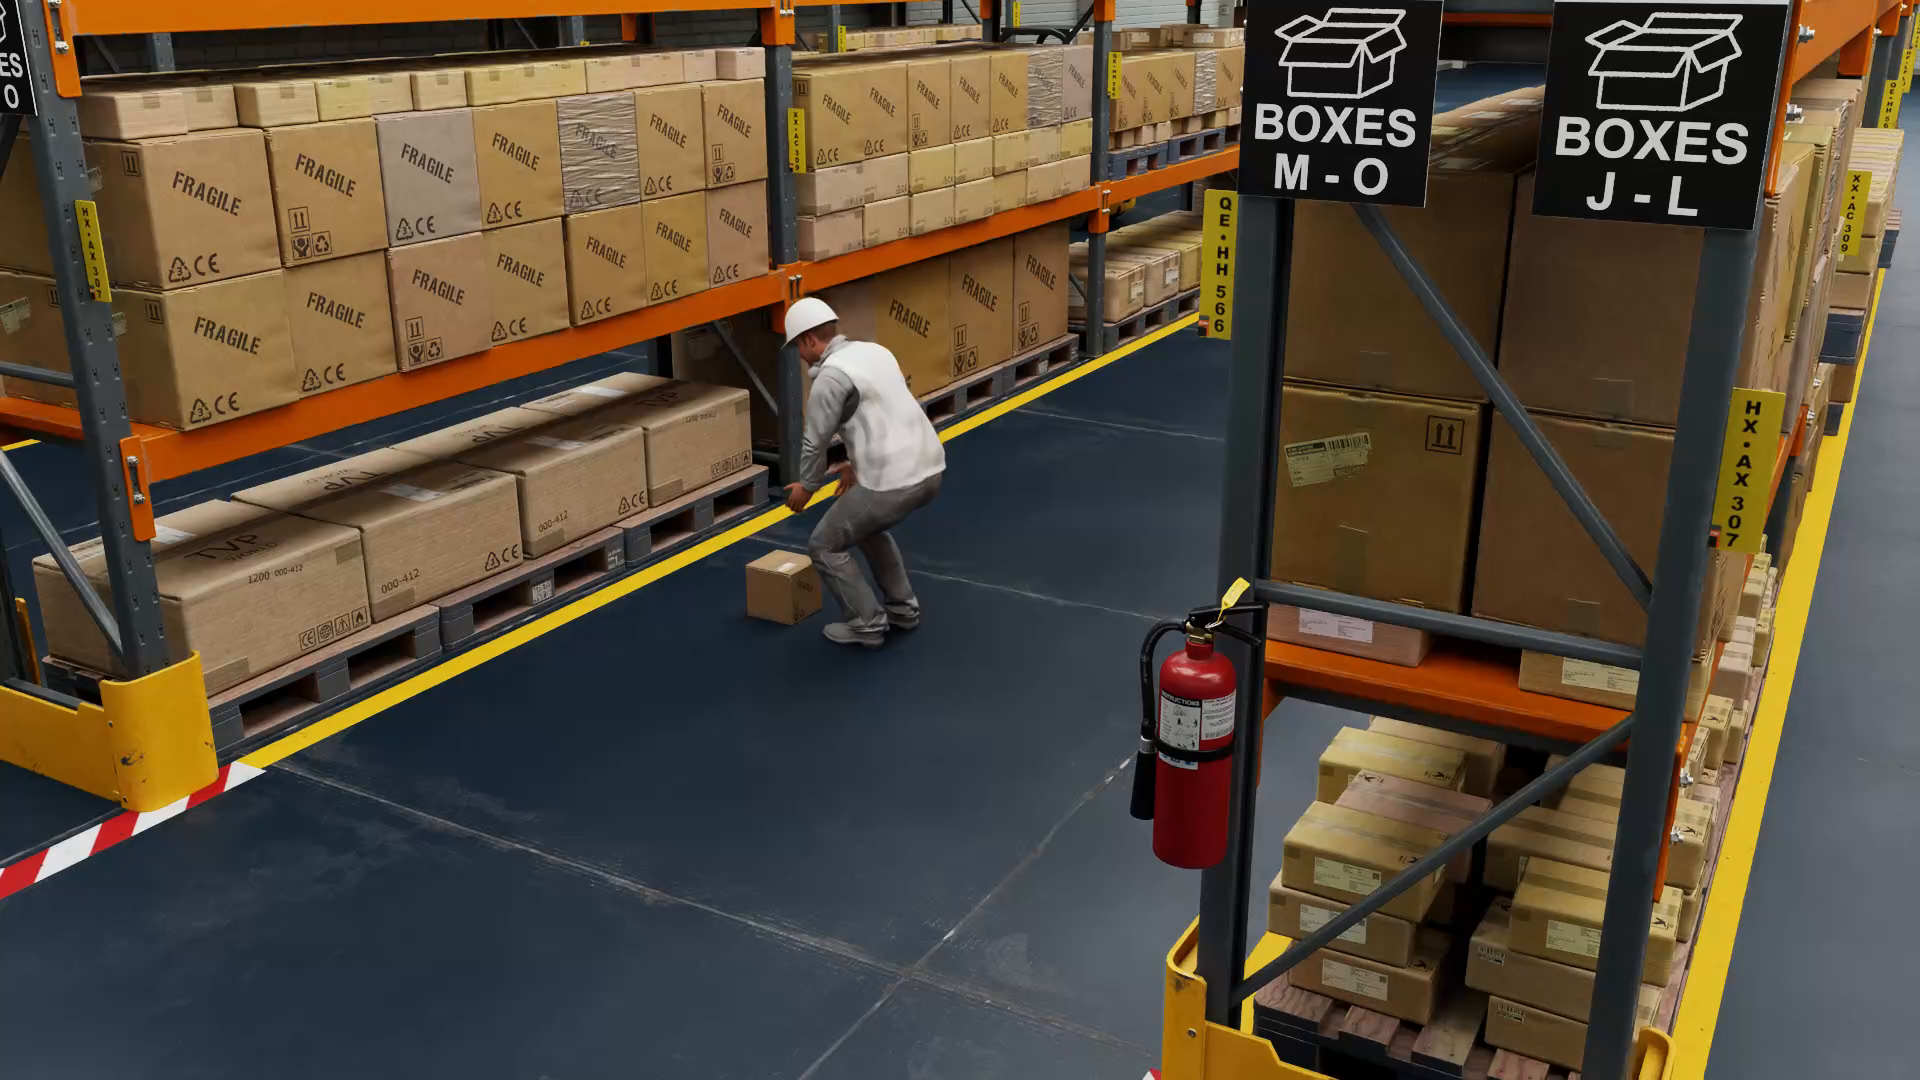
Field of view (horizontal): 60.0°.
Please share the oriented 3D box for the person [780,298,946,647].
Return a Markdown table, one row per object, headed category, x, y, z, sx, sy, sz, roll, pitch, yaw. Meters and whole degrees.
| category | x | y | z | sx | sy | sz | roll | pitch | yaw |
| --- | --- | --- | --- | --- | --- | --- | --- | --- | --- |
| person | -0.442 | -0.288 | 7.266 | 0.714 | 1.506 | 0.590 | 11 | 22 | 28 |
